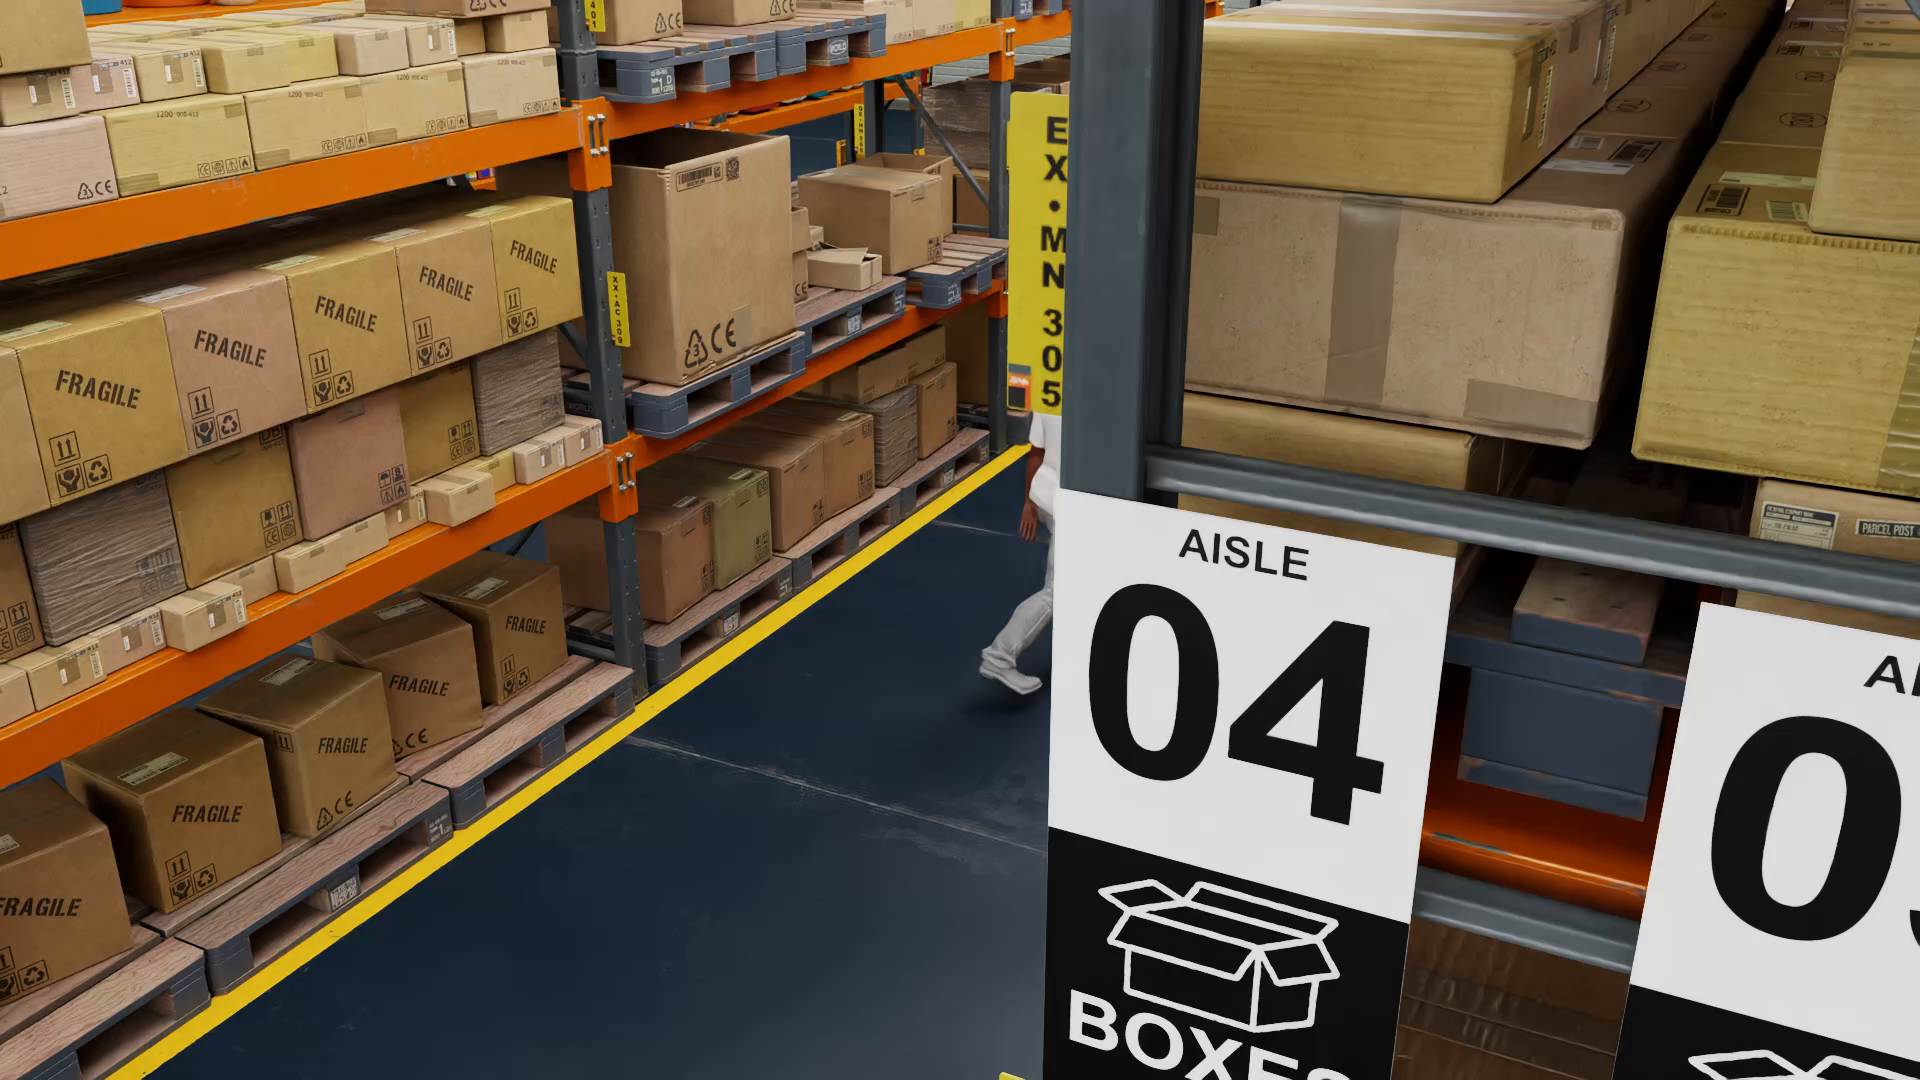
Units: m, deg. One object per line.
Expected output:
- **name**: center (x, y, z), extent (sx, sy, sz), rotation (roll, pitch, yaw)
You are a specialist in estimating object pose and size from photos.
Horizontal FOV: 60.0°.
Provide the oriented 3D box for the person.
- **person**: center (0.488, -0.139, 7.920), extent (0.990, 1.731, 0.561), rotation (-11, 25, -25)
